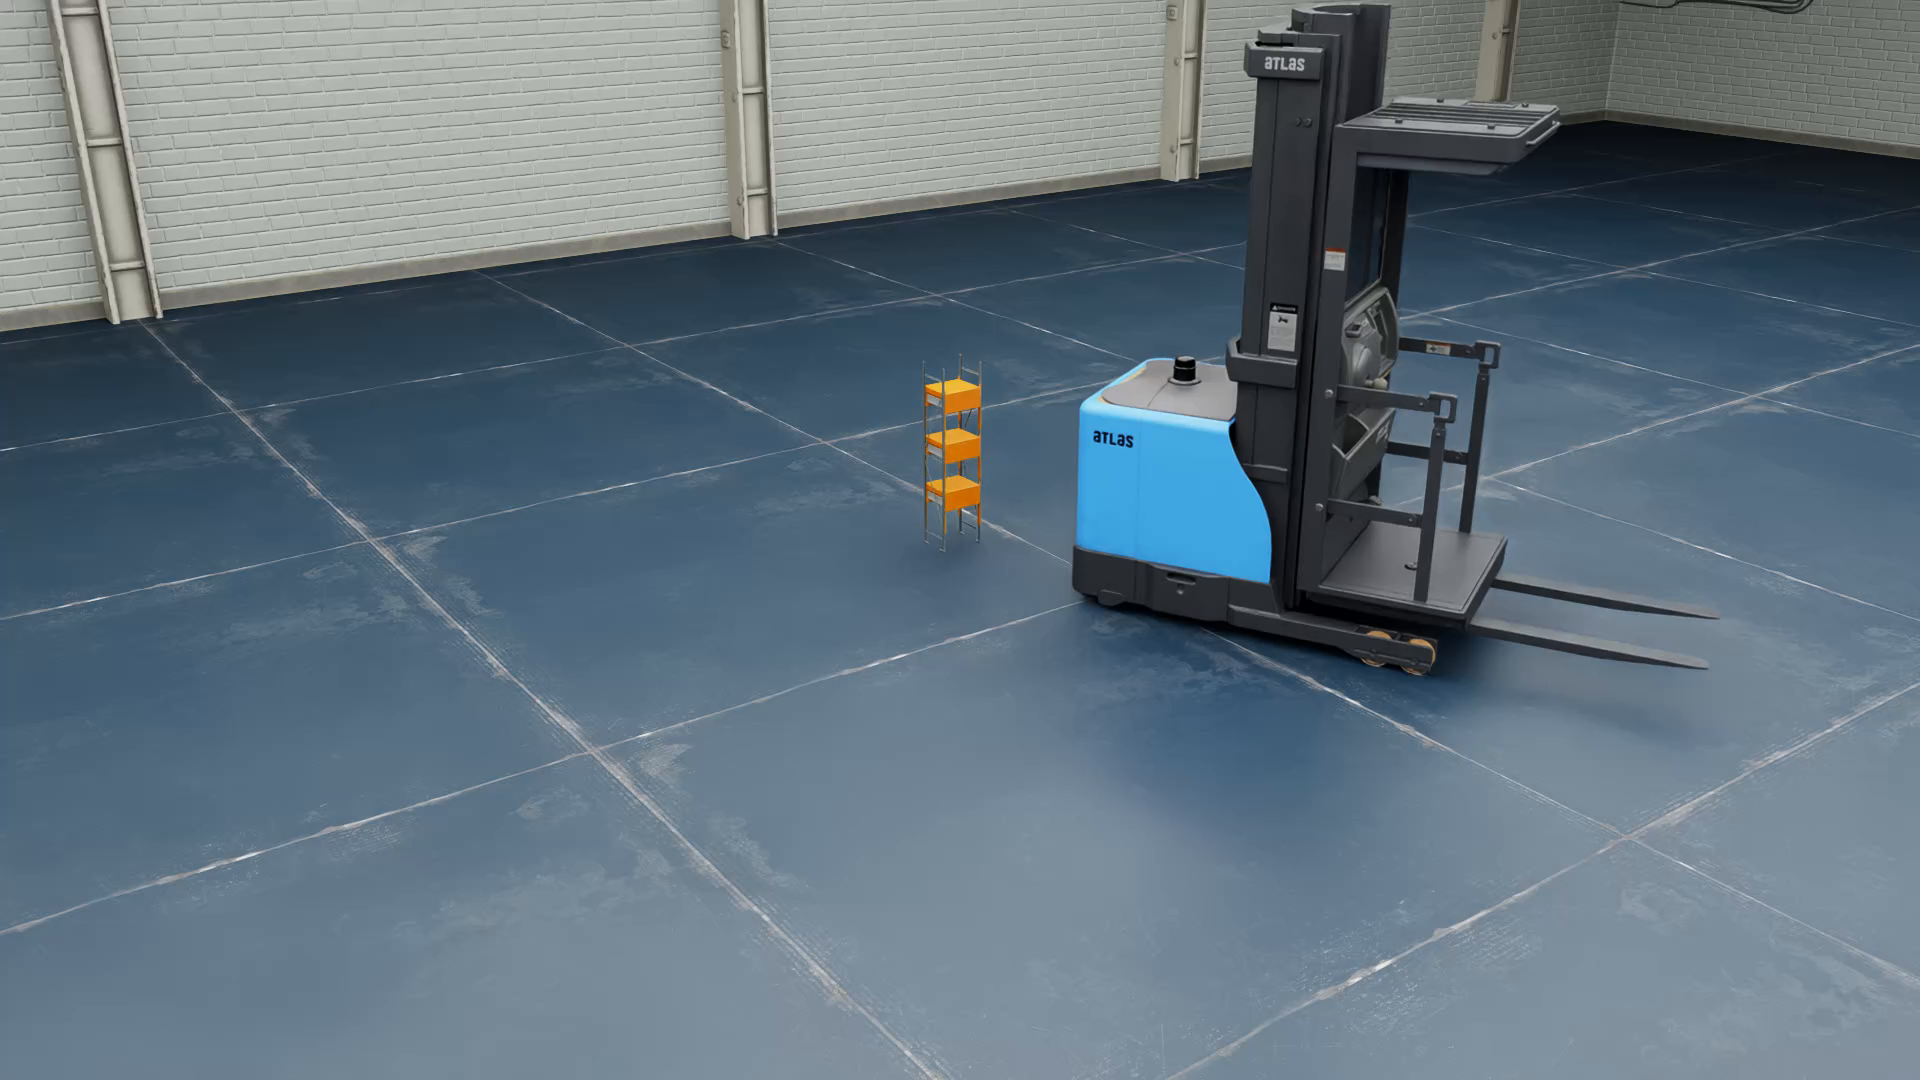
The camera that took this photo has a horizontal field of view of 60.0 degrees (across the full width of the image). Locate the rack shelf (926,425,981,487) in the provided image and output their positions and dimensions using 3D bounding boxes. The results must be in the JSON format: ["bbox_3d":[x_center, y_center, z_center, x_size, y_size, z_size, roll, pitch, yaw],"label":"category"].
[{"bbox_3d":[-0.043,-0.466,9.177,0.240,0.259,0.215,-15,26,-33],"label":"rack shelf"}]

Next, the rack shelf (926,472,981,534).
[{"bbox_3d":[-0.043,-0.208,9.280,0.240,0.259,0.215,-15,26,-33],"label":"rack shelf"}]

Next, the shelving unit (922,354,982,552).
[{"bbox_3d":[-0.043,-0.476,9.173,0.252,1.050,0.215,-15,26,-33],"label":"shelving unit"}]

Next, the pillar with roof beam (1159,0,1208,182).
[{"bbox_3d":[5.233,-7.378,15.744,0.400,9.000,9.100,-15,26,-33],"label":"pillar with roof beam"}]

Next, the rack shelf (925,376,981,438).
[{"bbox_3d":[-0.043,-0.730,9.072,0.240,0.259,0.215,-15,26,-33],"label":"rack shelf"}]

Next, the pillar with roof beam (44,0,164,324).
[{"bbox_3d":[-4.508,-4.781,9.235,0.400,9.000,9.100,-15,26,-33],"label":"pillar with roof beam"}]

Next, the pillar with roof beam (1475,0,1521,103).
[{"bbox_3d":[10.103,-8.677,18.999,0.400,9.000,9.100,-15,26,-33],"label":"pillar with roof beam"}]

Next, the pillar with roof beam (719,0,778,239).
[{"bbox_3d":[0.362,-6.079,12.490,0.400,9.000,9.100,-15,26,-33],"label":"pillar with roof beam"}]

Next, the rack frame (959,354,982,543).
[{"bbox_3d":[0.056,-0.502,9.239,0.008,1.050,0.200,-15,26,-33],"label":"rack frame"}]

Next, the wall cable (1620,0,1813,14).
[{"bbox_3d":[10.752,-8.770,23.421,0.112,2.526,3.097,-15,26,-33],"label":"wall cable"}]

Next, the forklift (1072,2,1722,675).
[{"bbox_3d":[2.129,-0.953,7.829,3.031,2.935,1.130,11,24,25],"label":"forklift"}]

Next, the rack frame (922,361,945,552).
[{"bbox_3d":[-0.142,-0.450,9.107,0.008,1.050,0.200,-15,26,-33],"label":"rack frame"}]
